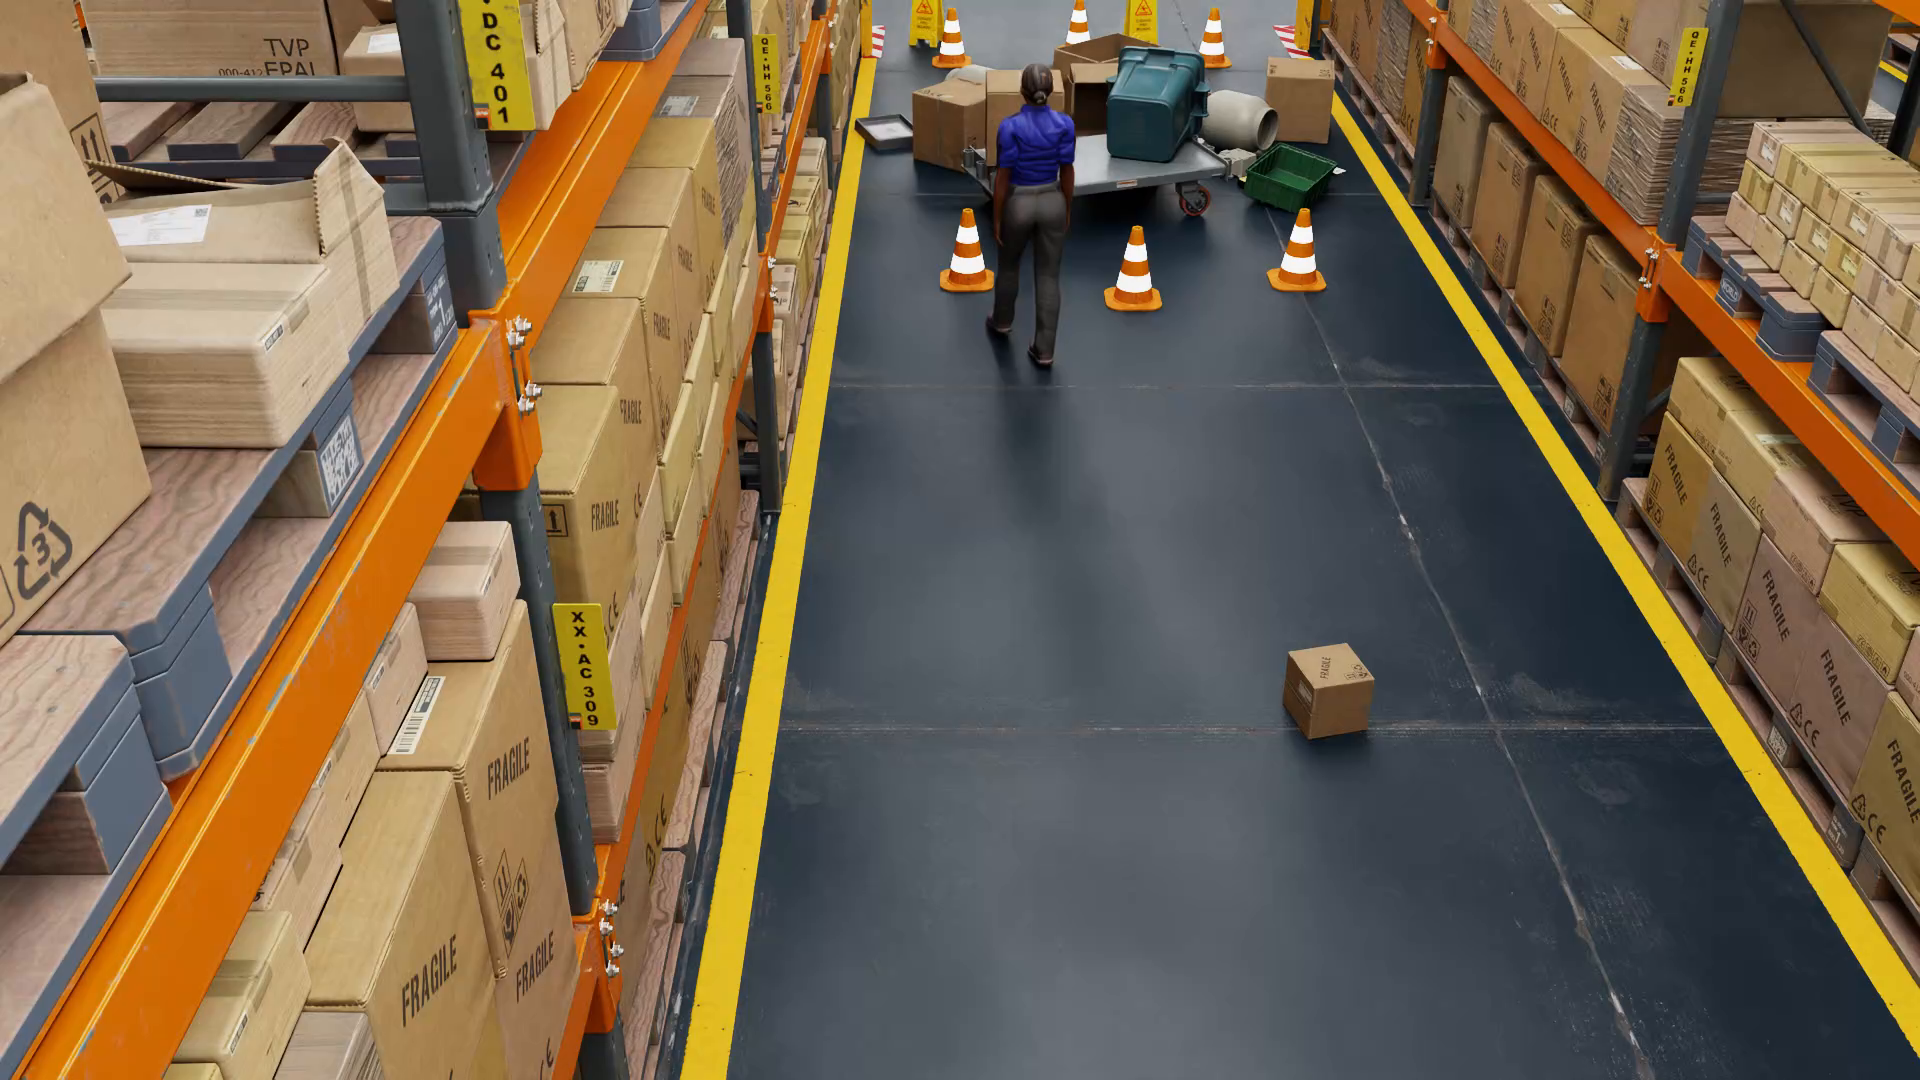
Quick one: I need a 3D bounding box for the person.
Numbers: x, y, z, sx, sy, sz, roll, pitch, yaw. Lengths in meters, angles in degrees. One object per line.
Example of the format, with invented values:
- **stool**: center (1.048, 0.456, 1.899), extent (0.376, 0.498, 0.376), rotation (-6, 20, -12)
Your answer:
- **person**: center (0.377, -1.831, 9.087), extent (0.448, 1.645, 0.714), rotation (-4, 32, -6)
